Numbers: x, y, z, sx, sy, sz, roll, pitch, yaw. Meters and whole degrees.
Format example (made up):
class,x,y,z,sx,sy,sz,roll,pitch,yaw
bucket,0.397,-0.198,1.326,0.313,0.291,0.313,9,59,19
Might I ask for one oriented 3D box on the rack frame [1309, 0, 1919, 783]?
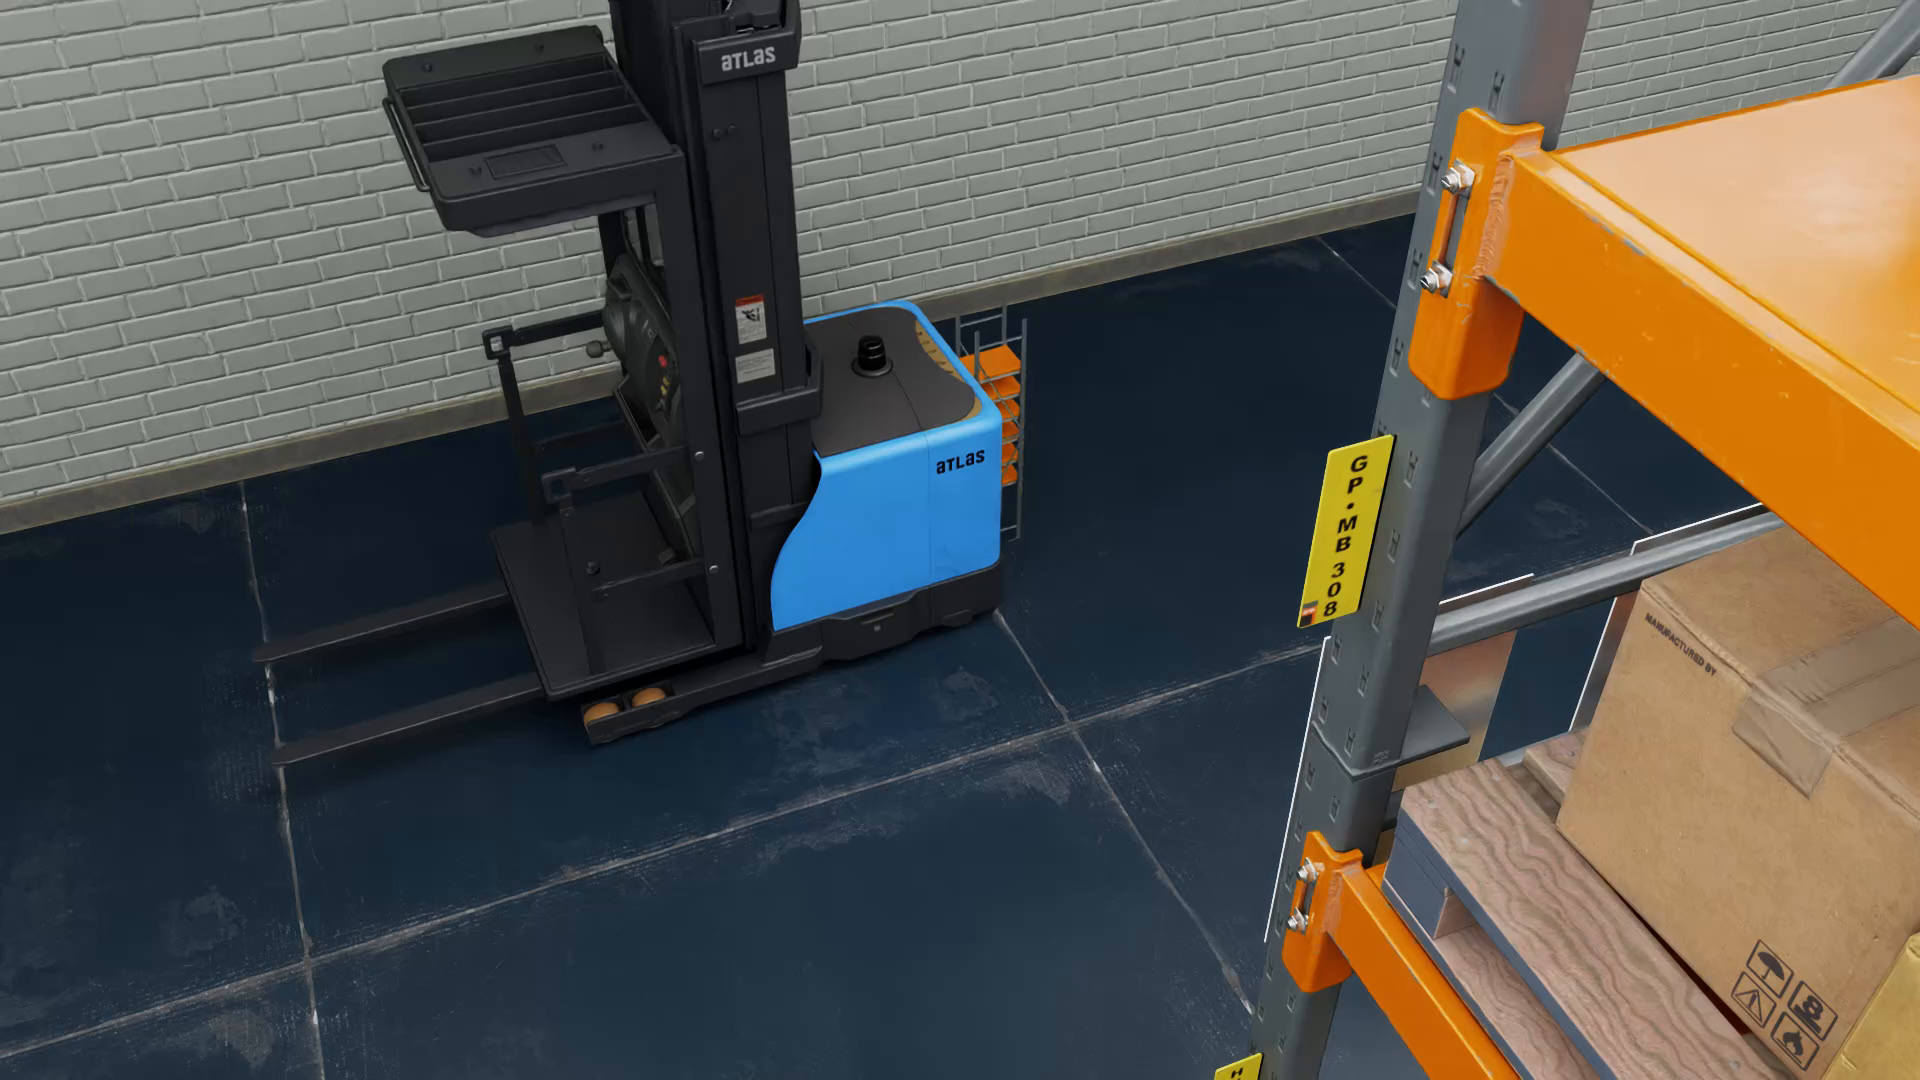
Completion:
class,x,y,z,sx,sy,sz,roll,pitch,yaw
rack frame,1.056,-0.917,1.834,1.000,3.000,0.127,-15,43,-17

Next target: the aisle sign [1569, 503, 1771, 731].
class,x,y,z,sx,sy,sz,roll,pitch,yaw
aisle sign,1.305,0.253,3.080,0.394,0.787,0.004,-15,43,-17

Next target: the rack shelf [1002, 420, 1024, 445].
class,x,y,z,sx,sy,sz,roll,pitch,yaw
rack shelf,0.129,-0.450,7.340,0.258,0.103,0.180,-17,44,-19

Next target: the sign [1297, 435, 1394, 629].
class,x,y,z,sx,sy,sz,roll,pitch,yaw
sign,0.541,-0.007,2.344,0.100,0.325,0.005,-15,43,-17

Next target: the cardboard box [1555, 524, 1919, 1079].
class,x,y,z,sx,sy,sz,roll,pitch,yaw
cardboard box,1.304,0.285,2.261,0.700,0.500,0.500,-18,44,-19

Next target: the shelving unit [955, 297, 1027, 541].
class,x,y,z,sx,sy,sz,roll,pitch,yaw
shelving unit,0.129,-0.484,7.311,0.258,1.200,0.189,-17,44,-19

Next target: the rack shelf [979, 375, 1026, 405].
class,x,y,z,sx,sy,sz,roll,pitch,yaw
rack shelf,0.129,-0.632,7.184,0.258,0.103,0.180,-17,44,-19

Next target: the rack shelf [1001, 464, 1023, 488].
class,x,y,z,sx,sy,sz,roll,pitch,yaw
rack shelf,0.129,-0.268,7.497,0.258,0.103,0.180,-17,44,-19

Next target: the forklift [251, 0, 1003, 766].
class,x,y,z,sx,sy,sz,roll,pitch,yaw
forklift,-1.378,-0.687,6.220,3.031,2.935,1.130,-16,43,-18

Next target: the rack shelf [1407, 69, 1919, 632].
class,x,y,z,sx,sy,sz,roll,pitch,yaw
rack shelf,1.821,0.712,0.798,1.077,0.370,4.000,-15,43,-17

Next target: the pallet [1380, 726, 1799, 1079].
class,x,y,z,sx,sy,sz,roll,pitch,yaw
pallet,1.349,0.698,2.324,1.003,0.211,1.213,-15,43,-17

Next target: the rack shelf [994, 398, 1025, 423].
class,x,y,z,sx,sy,sz,roll,pitch,yaw
rack shelf,0.129,-0.541,7.262,0.258,0.103,0.180,-17,44,-19

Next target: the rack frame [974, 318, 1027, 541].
class,x,y,z,sx,sy,sz,roll,pitch,yaw
rack frame,0.168,-0.430,7.249,0.240,1.200,0.006,-17,44,-19

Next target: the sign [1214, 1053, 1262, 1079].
class,x,y,z,sx,sy,sz,roll,pitch,yaw
sign,0.541,1.134,3.325,0.100,0.325,0.005,-15,43,-17

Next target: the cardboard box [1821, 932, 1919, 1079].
class,x,y,z,sx,sy,sz,roll,pitch,yaw
cardboard box,1.408,0.654,1.832,0.700,0.500,0.500,-17,43,-18

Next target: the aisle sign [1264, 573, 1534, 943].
class,x,y,z,sx,sy,sz,roll,pitch,yaw
aisle sign,0.751,0.403,2.905,0.394,0.787,0.004,-15,43,-17

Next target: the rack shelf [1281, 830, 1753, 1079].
class,x,y,z,sx,sy,sz,roll,pitch,yaw
rack shelf,1.821,1.698,1.645,1.077,0.370,4.000,-15,43,-17

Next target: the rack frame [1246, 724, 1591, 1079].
class,x,y,z,sx,sy,sz,roll,pitch,yaw
rack frame,1.056,1.357,3.790,1.000,3.000,0.127,-15,43,-17

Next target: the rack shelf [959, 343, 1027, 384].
class,x,y,z,sx,sy,sz,roll,pitch,yaw
rack shelf,0.129,-0.723,7.106,0.258,0.103,0.180,-17,44,-19

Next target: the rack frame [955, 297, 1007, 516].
class,x,y,z,sx,sy,sz,roll,pitch,yaw
rack frame,0.089,-0.538,7.374,0.240,1.200,0.006,-17,44,-19

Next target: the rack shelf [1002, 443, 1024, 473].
class,x,y,z,sx,sy,sz,roll,pitch,yaw
rack shelf,0.129,-0.359,7.419,0.258,0.103,0.180,-17,44,-19
